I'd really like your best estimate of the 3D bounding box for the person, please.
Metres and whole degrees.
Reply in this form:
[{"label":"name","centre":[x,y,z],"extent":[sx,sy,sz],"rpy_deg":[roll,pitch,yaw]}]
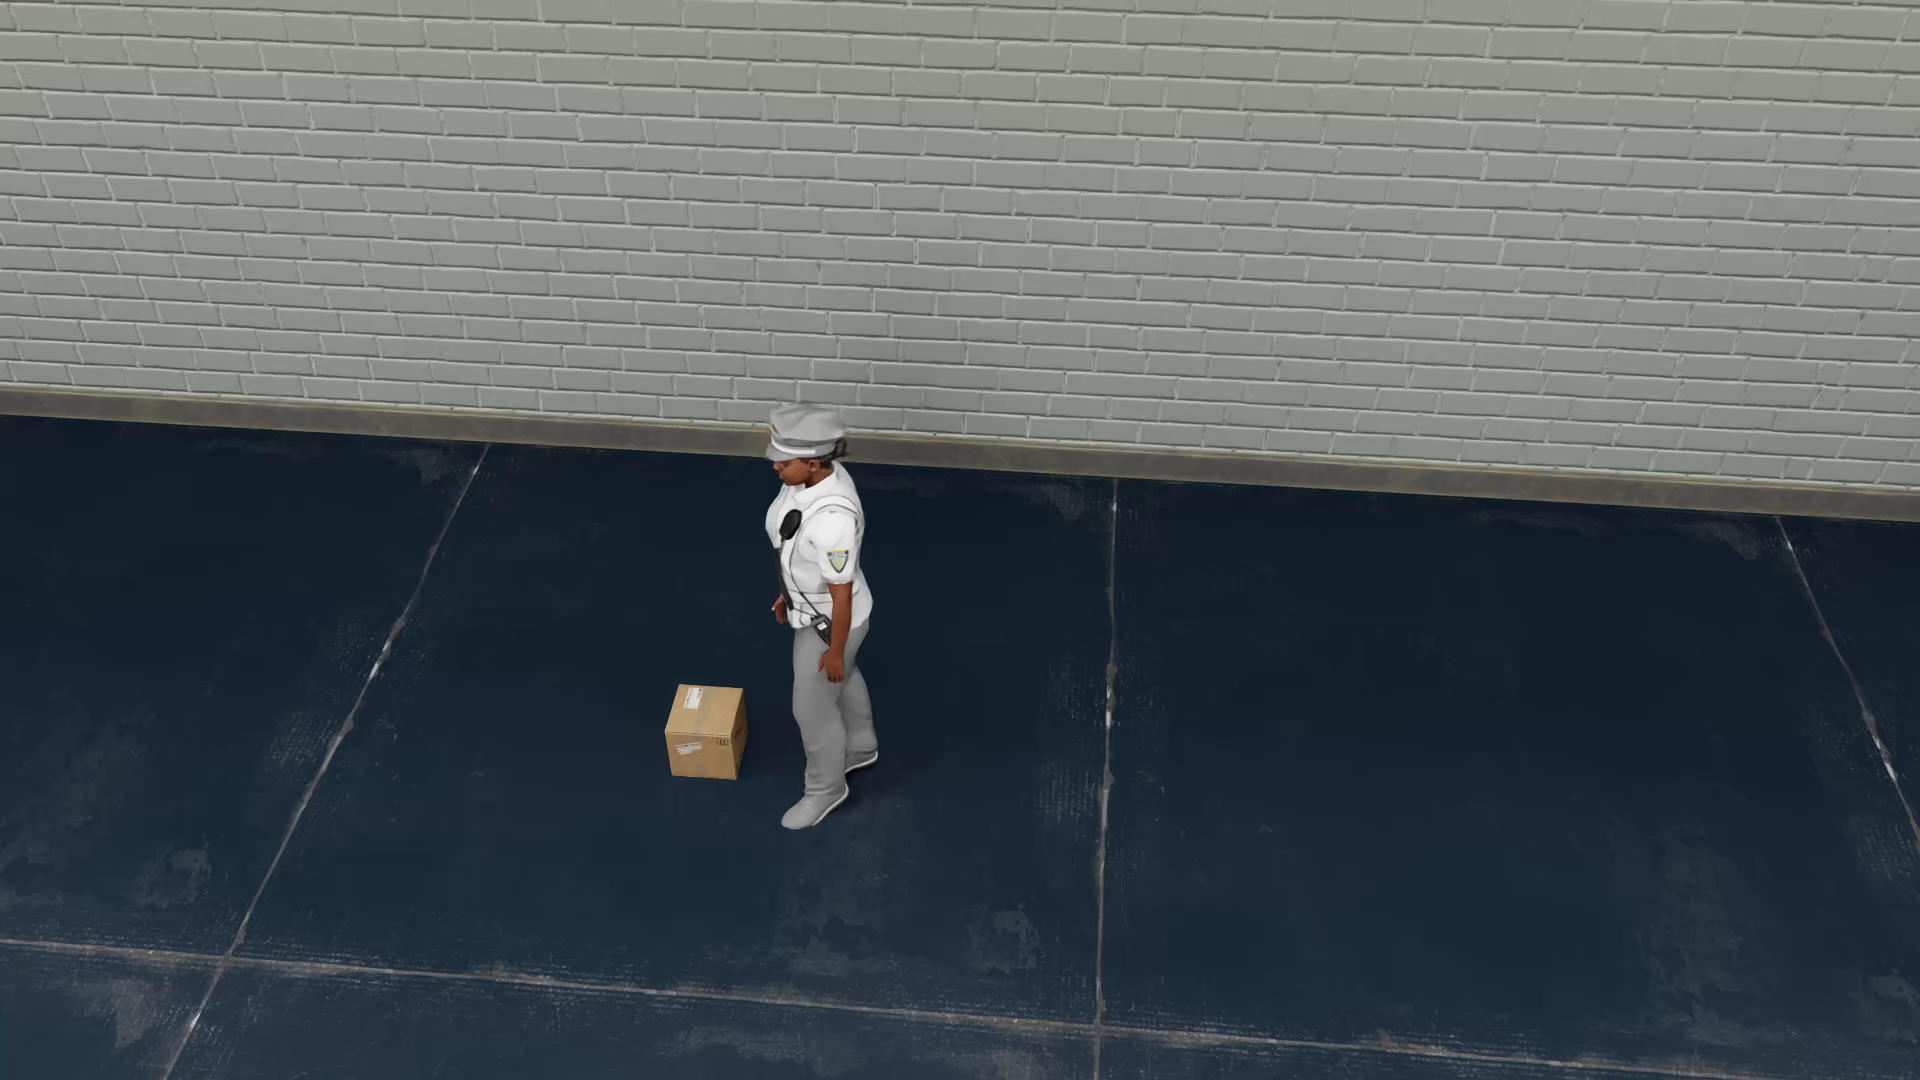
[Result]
[{"label":"person","centre":[-0.510,0.284,5.838],"extent":[0.416,1.718,0.467],"rpy_deg":[-8,41,-10]}]
